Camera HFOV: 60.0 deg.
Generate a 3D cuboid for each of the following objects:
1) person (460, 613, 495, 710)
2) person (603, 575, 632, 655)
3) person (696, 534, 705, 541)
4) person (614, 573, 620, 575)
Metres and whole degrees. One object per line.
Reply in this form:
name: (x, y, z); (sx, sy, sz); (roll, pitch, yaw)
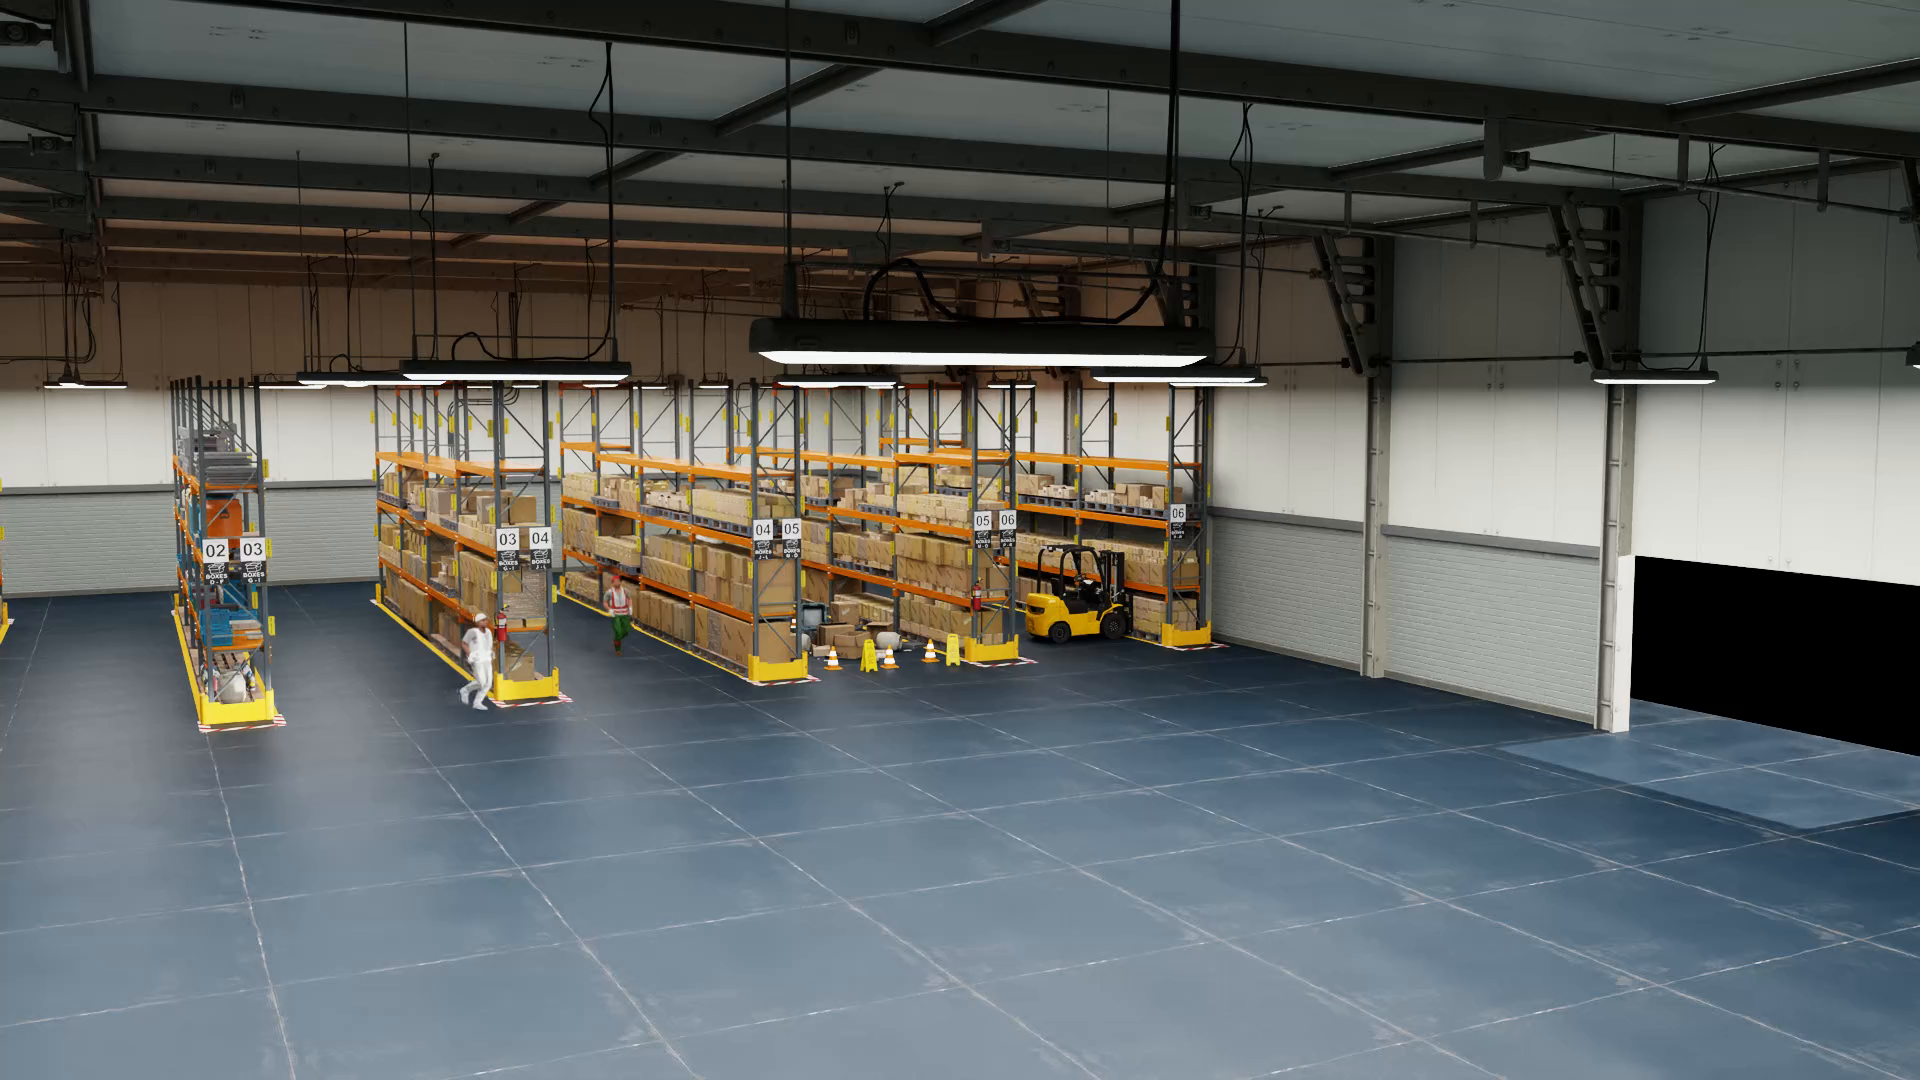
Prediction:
person: (-8.704, 2.189, 30.096); (0.558, 1.733, 0.711); (3, 6, 27)
person: (-7.434, 1.636, 36.231); (0.661, 1.745, 0.548); (-3, 6, -28)
person: (-8.028, 0.402, 50.509); (0.819, 1.718, 0.647); (-2, 5, -22)
person: (-9.886, 0.561, 48.402); (0.715, 1.737, 0.740); (3, 6, 29)
